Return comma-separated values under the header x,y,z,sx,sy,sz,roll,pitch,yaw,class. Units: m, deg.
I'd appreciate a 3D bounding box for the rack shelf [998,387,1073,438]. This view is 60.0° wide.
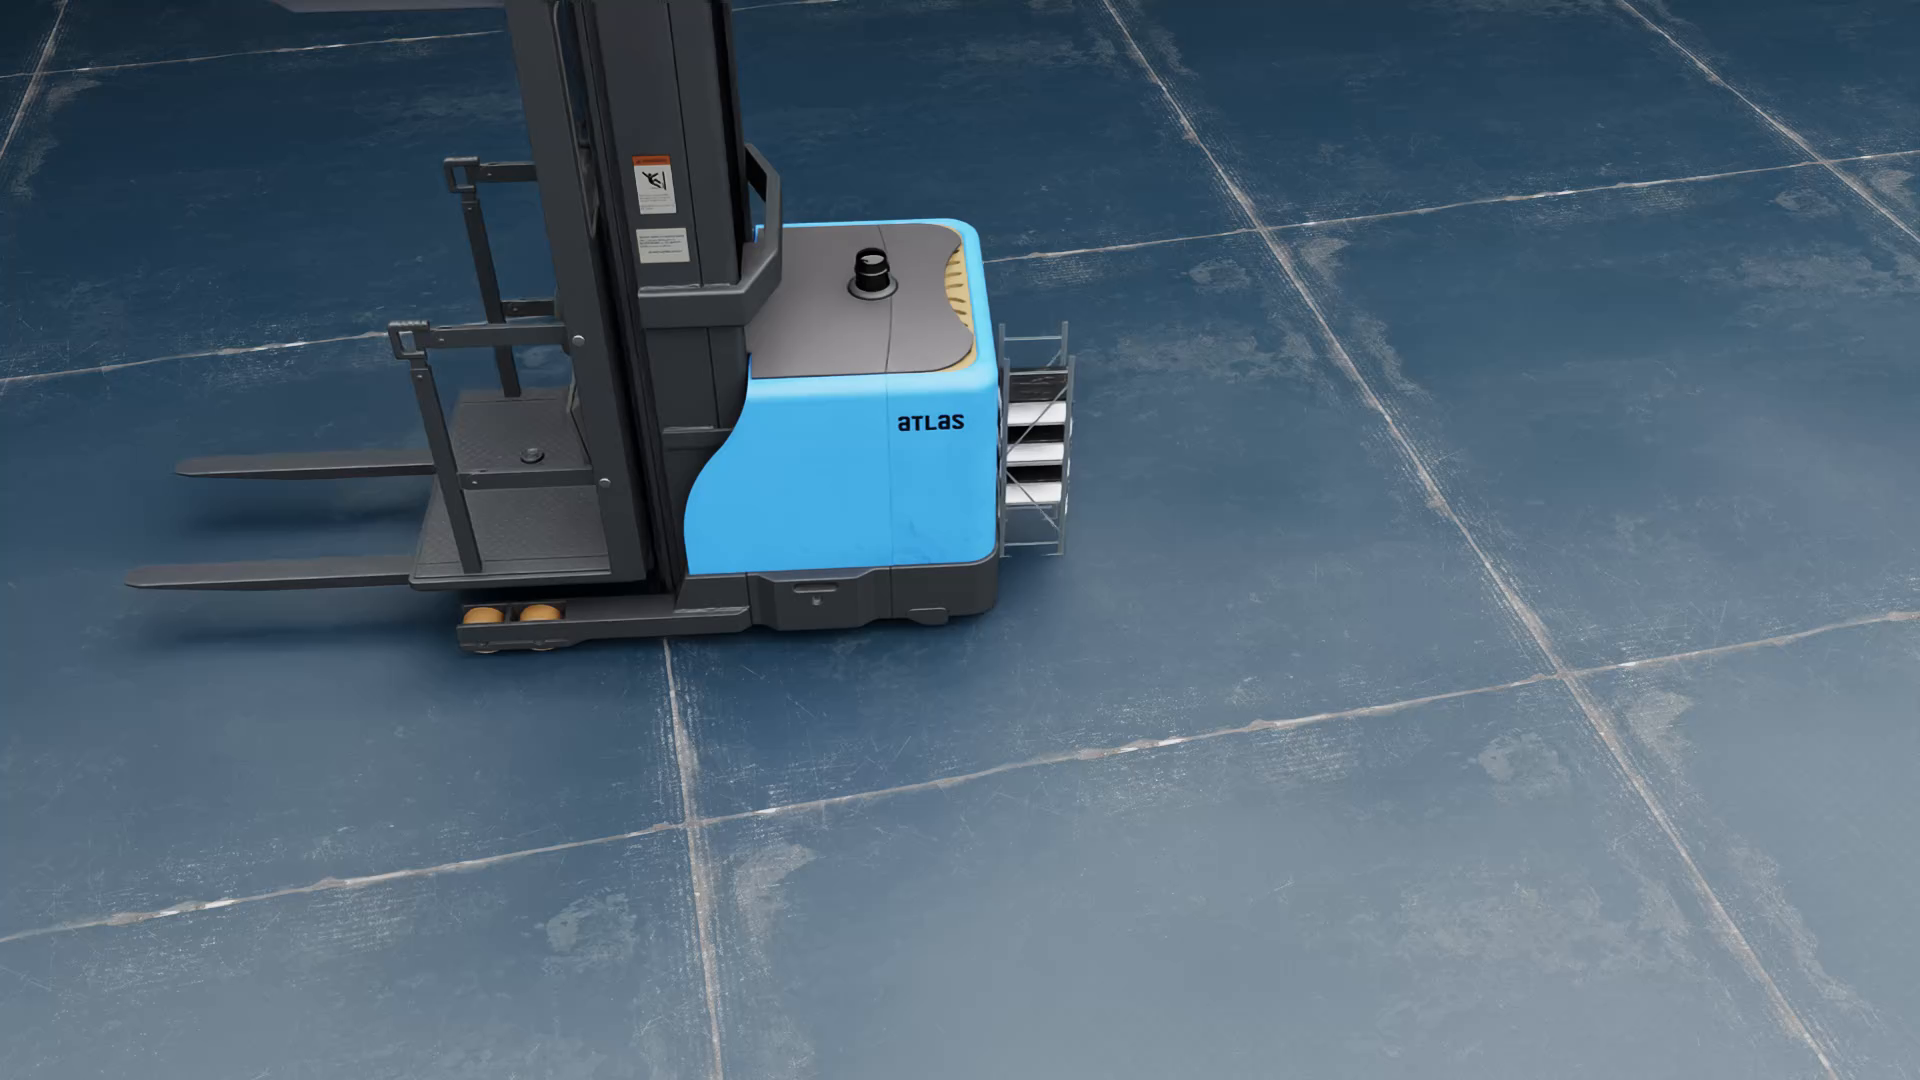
x,y,z,sx,sy,sz,roll,pitch,yaw,class
0.259,-0.454,5.862,0.258,0.077,0.200,-2,42,-3,rack shelf

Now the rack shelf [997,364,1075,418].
x,y,z,sx,sy,sz,roll,pitch,yaw,class
0.259,-0.521,5.802,0.258,0.077,0.200,-2,42,-3,rack shelf

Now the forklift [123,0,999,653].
x,y,z,sx,sy,sz,roll,pitch,yaw,class
-1.405,-1.065,5.242,3.031,2.935,1.130,-3,42,-3,forklift

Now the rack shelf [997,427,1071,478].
x,y,z,sx,sy,sz,roll,pitch,yaw,class
0.258,-0.319,5.981,0.258,0.077,0.200,-2,42,-3,rack shelf

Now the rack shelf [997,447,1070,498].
x,y,z,sx,sy,sz,roll,pitch,yaw,class
0.258,-0.252,6.041,0.258,0.077,0.200,-2,42,-3,rack shelf

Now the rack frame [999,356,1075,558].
x,y,z,sx,sy,sz,roll,pitch,yaw,class
0.265,-0.277,5.883,0.240,0.900,0.006,-2,42,-3,rack frame

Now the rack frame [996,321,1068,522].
x,y,z,sx,sy,sz,roll,pitch,yaw,class
0.252,-0.412,6.035,0.240,0.900,0.006,-2,42,-3,rack frame

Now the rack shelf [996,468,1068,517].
x,y,z,sx,sy,sz,roll,pitch,yaw,class
0.257,-0.185,6.101,0.258,0.077,0.200,-2,42,-3,rack shelf

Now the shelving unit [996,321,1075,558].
x,y,z,sx,sy,sz,roll,pitch,yaw,class
0.258,-0.344,5.959,0.258,0.900,0.210,-2,42,-3,shelving unit

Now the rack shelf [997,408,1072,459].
x,y,z,sx,sy,sz,roll,pitch,yaw,class
0.259,-0.387,5.922,0.258,0.077,0.200,-2,42,-3,rack shelf
